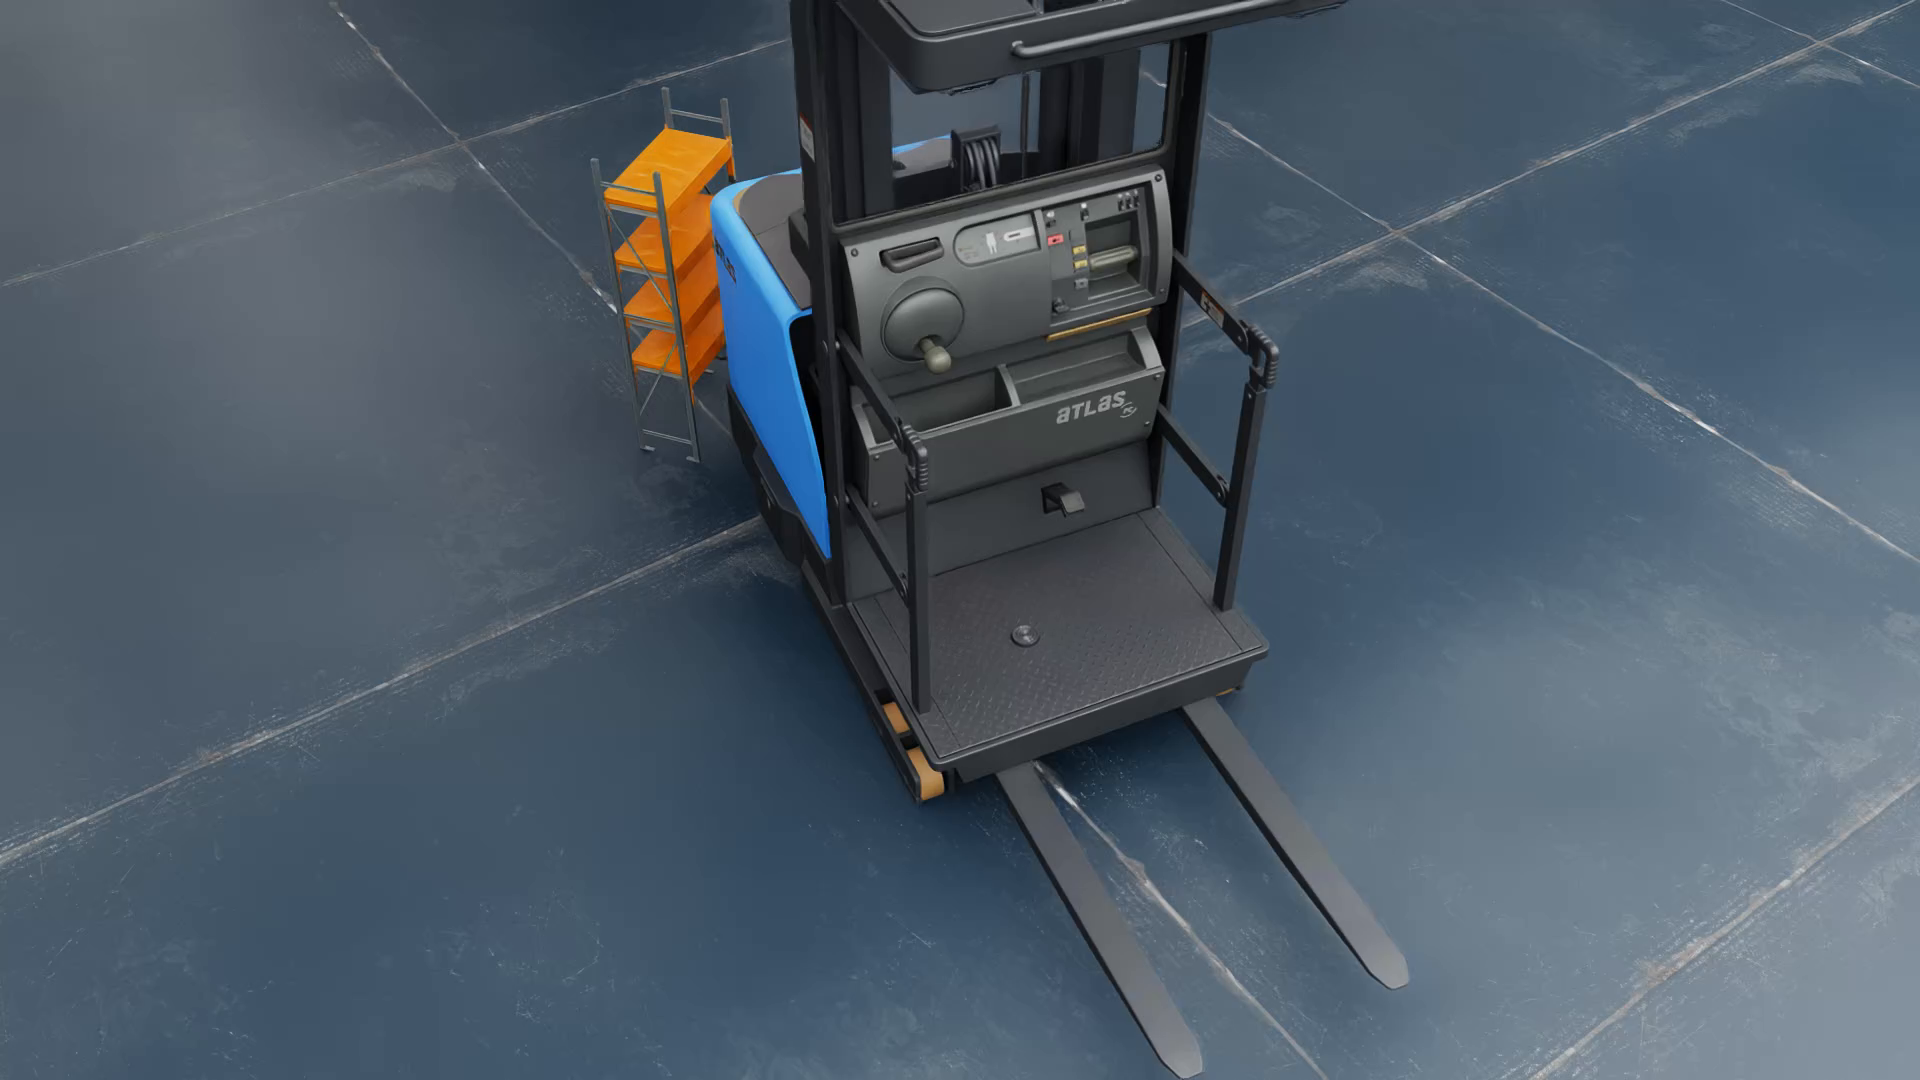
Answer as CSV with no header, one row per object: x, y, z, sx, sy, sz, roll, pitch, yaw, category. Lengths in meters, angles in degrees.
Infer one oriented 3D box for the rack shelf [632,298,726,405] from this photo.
-0.975,-0.713,6.012,0.258,0.148,0.480,14,45,14,rack shelf

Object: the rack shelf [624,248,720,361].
-0.975,-0.856,5.875,0.258,0.148,0.480,14,45,14,rack shelf

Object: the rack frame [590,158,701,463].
-1.057,-0.746,5.663,0.240,1.200,0.015,14,45,14,rack frame

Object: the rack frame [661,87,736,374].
-0.892,-1.063,5.995,0.240,1.200,0.015,14,45,14,rack frame

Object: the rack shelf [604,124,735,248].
-0.975,-1.189,5.558,0.258,0.148,0.480,14,45,14,rack shelf

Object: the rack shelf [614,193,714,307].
-0.975,-1.018,5.721,0.258,0.148,0.480,14,45,14,rack shelf

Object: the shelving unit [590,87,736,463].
-0.975,-0.905,5.829,0.258,1.200,0.503,14,45,14,shelving unit

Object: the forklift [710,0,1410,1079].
0.232,-0.632,4.289,1.130,2.935,3.031,-17,46,-17,forklift
